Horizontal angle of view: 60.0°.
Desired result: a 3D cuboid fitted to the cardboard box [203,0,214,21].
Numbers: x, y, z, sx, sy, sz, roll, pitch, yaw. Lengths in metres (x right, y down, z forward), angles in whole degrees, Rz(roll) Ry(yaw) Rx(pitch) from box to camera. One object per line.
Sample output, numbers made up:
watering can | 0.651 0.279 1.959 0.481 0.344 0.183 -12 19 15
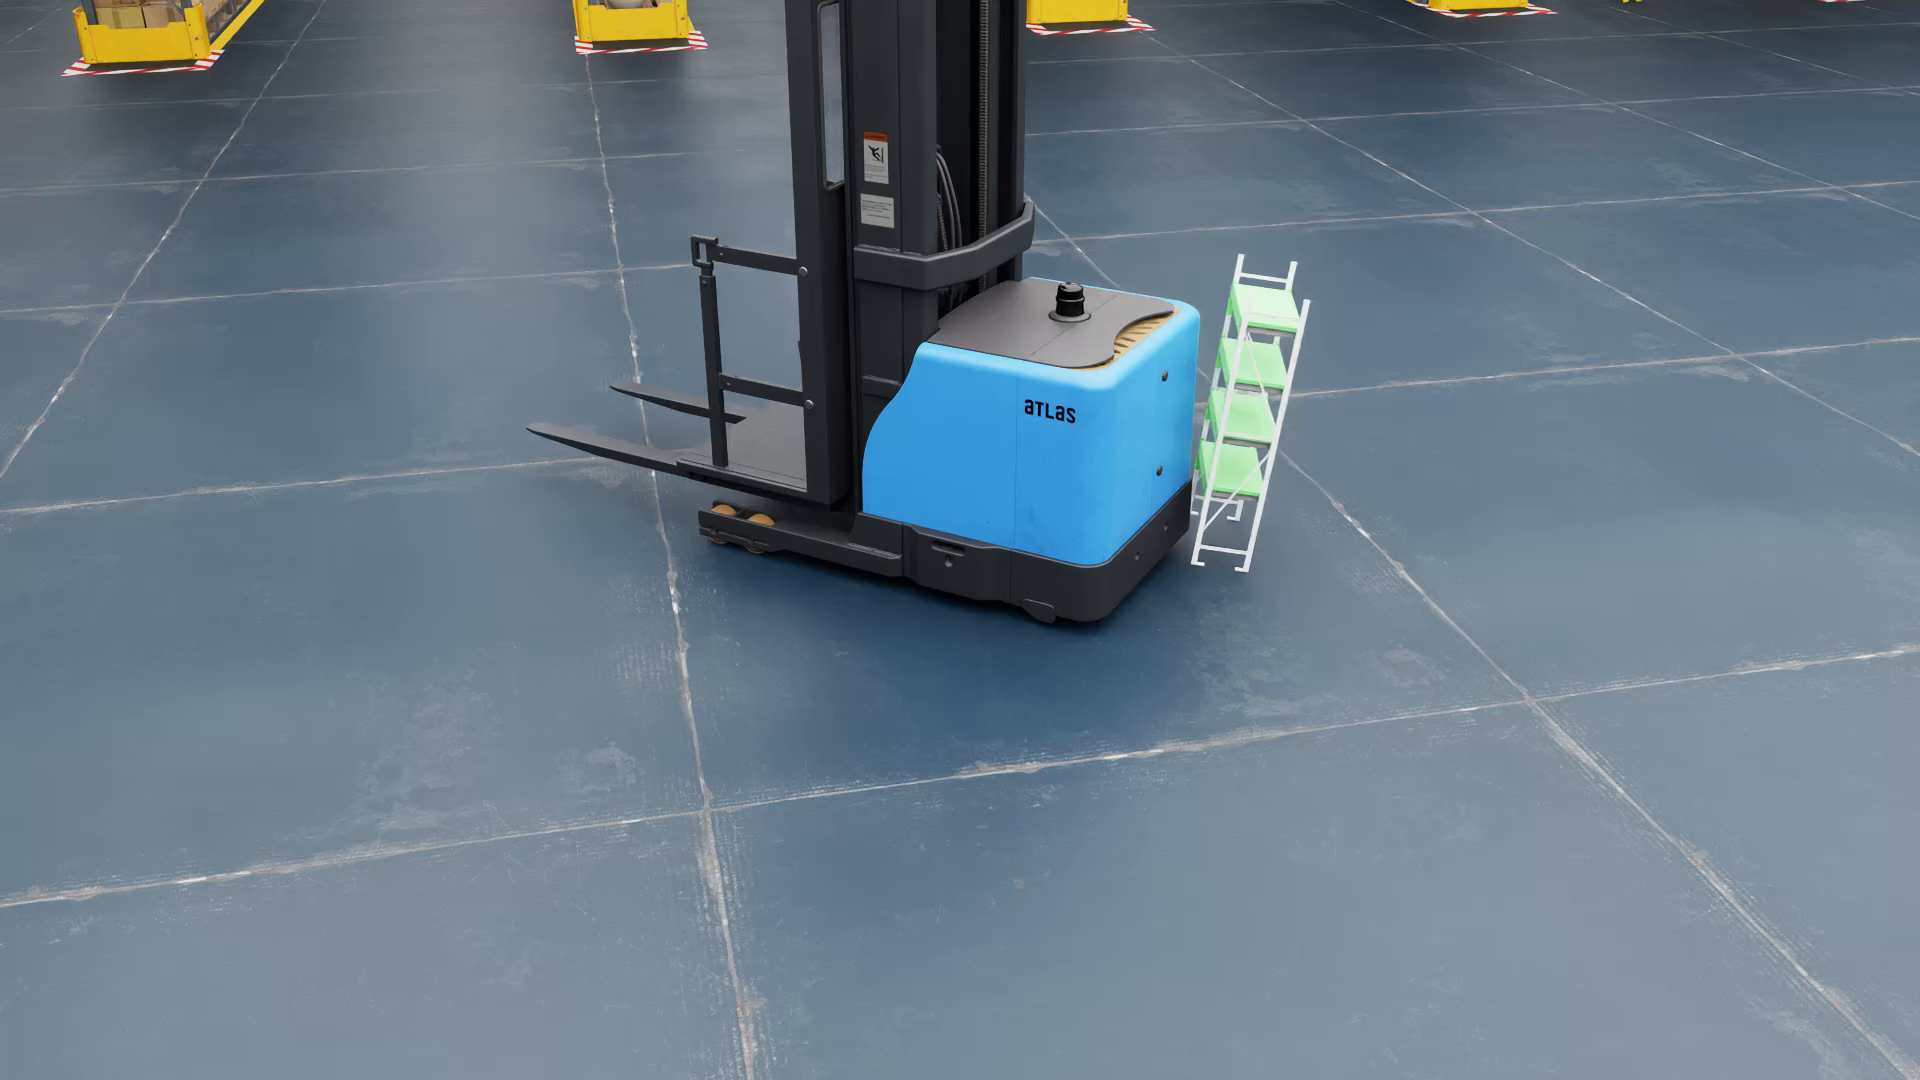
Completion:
cardboard box | -8.330 -5.720 17.839 0.500 0.250 0.500 -6 27 -12

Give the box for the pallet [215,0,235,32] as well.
pallet | -8.795 -5.904 18.713 1.003 0.211 1.213 -6 27 -12

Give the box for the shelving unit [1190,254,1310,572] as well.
shelving unit | 1.181 -0.524 6.928 0.258 1.200 0.503 8 27 1

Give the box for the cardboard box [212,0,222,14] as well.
cardboard box | -8.443 -5.939 18.274 0.500 0.250 0.500 -6 27 -12

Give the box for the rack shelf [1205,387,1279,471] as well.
rack shelf | 1.173 -0.468 6.957 0.258 0.148 0.480 8 27 1

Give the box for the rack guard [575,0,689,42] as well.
rack guard | -3.546 -5.697 17.982 1.175 0.500 0.348 -6 27 -12

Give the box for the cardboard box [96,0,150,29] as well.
cardboard box | -8.719 -5.448 17.301 0.500 0.250 0.500 -6 27 -12

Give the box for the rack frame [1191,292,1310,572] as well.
rack frame | 1.163 -0.414 6.711 0.240 1.200 0.015 8 27 1

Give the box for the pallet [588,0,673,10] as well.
pallet | -3.724 -5.925 18.755 1.003 0.211 1.213 -6 27 -12

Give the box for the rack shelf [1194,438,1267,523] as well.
rack shelf | 1.144 -0.256 7.066 0.258 0.148 0.480 8 27 1

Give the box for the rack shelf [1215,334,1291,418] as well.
rack shelf | 1.202 -0.679 6.847 0.258 0.148 0.480 8 27 1

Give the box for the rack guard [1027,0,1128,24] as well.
rack guard | 1.325 -6.205 18.988 1.175 0.500 0.348 -6 27 -12

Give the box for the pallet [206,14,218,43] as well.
pallet | -8.523 -5.369 17.654 1.003 0.211 1.213 -6 27 -12

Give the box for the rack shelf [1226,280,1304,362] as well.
rack shelf | 1.231 -0.891 6.738 0.258 0.148 0.480 8 27 1

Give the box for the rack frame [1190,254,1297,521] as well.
rack frame | 1.199 -0.634 7.145 0.240 1.200 0.015 8 27 1

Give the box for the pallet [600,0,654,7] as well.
pallet | -3.996 -6.460 19.814 1.003 0.211 1.213 -6 27 -12

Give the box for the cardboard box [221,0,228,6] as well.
cardboard box | -8.551 -6.159 18.710 0.500 0.250 0.500 -6 27 -12

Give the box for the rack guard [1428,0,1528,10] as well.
rack guard | 6.203 -6.620 19.811 1.175 0.500 0.348 -6 27 -12

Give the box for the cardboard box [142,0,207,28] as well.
cardboard box | -8.214 -5.501 17.405 0.500 0.250 0.500 -6 27 -12

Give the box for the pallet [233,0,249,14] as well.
pallet | -9.073 -6.441 19.776 1.003 0.211 1.213 -6 27 -12

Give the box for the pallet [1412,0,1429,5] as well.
pallet | 5.941 -6.845 20.577 1.003 0.211 1.213 -6 27 -12

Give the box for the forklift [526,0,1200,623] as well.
forklift | -0.550 -1.443 6.856 3.031 2.935 1.130 14 30 25

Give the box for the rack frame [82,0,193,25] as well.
rack frame | -8.310 -6.283 16.369 1.000 3.000 0.127 -6 27 -12

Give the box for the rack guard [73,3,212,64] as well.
rack guard | -8.305 -5.156 16.911 1.175 0.500 0.348 -6 27 -12

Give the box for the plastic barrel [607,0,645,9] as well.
plastic barrel | -3.706 -6.142 18.385 0.421 0.512 0.421 0 27 0

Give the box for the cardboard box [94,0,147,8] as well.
cardboard box | -8.721 -5.783 17.131 0.500 0.500 0.500 -6 27 -12

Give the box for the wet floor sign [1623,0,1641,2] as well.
wet floor sign | 8.133 -6.884 20.172 0.267 0.644 0.232 -11 29 -20

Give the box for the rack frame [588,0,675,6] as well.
rack frame | -3.483 -6.784 17.362 1.000 3.000 0.127 -6 27 -12
